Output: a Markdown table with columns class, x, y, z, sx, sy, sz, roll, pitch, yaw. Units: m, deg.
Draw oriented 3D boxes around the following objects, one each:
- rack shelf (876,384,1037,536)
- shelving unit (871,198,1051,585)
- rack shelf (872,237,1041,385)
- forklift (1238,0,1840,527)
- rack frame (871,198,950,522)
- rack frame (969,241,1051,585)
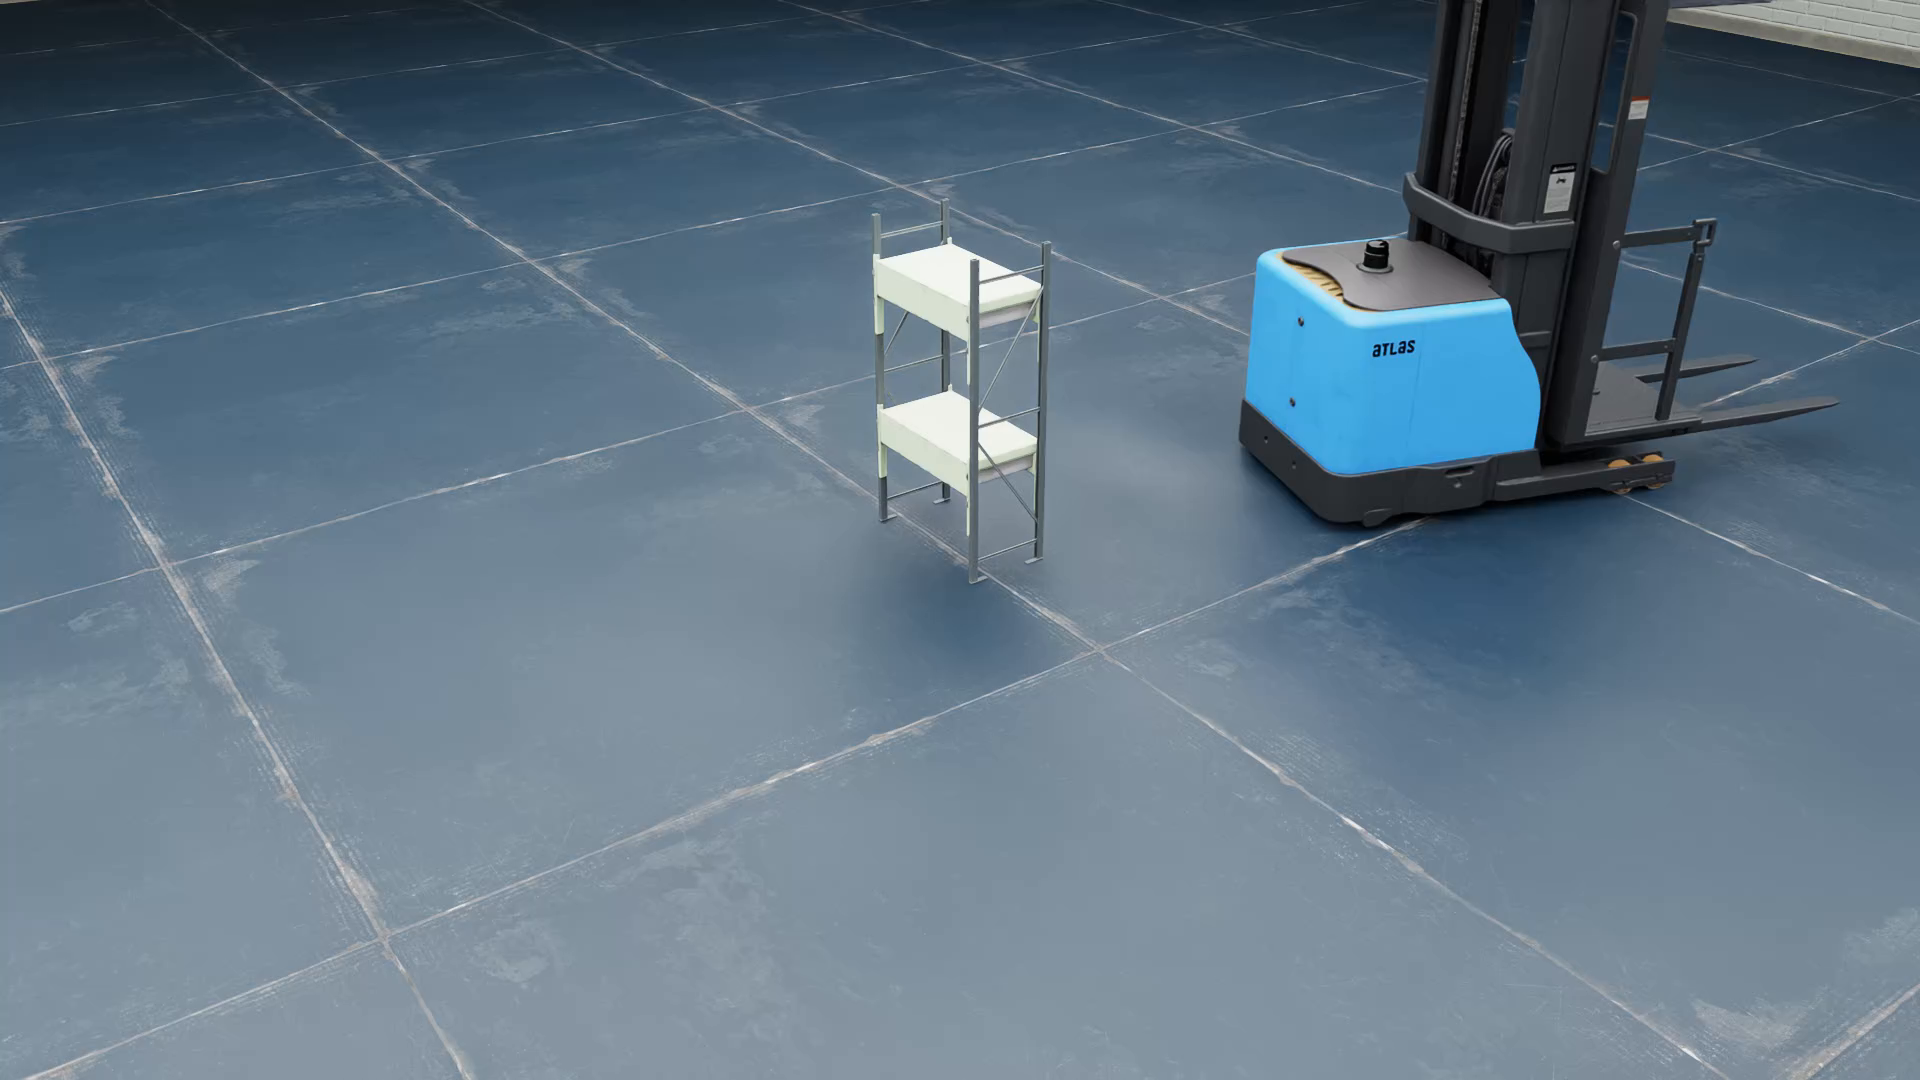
| class | x | y | z | sx | sy | sz | roll | pitch | yaw |
| --- | --- | --- | --- | --- | --- | --- | --- | --- | --- |
| rack shelf | -0.004 | -0.375 | 7.552 | 0.431 | 0.370 | 0.720 | -19 | 34 | -31 |
| shelving unit | -0.004 | -0.662 | 7.397 | 0.431 | 1.500 | 0.755 | -19 | 34 | -31 |
| rack shelf | -0.004 | -1.005 | 7.211 | 0.431 | 0.370 | 0.720 | -19 | 34 | -31 |
| forklift | 3.007 | -1.744 | 7.891 | 3.031 | 2.935 | 1.130 | -8 | 30 | -15 |
| rack frame | -0.216 | -0.804 | 7.659 | 0.400 | 1.500 | 0.023 | -19 | 34 | -31 |
| rack frame | 0.208 | -0.519 | 7.135 | 0.400 | 1.500 | 0.023 | -19 | 34 | -31 |
